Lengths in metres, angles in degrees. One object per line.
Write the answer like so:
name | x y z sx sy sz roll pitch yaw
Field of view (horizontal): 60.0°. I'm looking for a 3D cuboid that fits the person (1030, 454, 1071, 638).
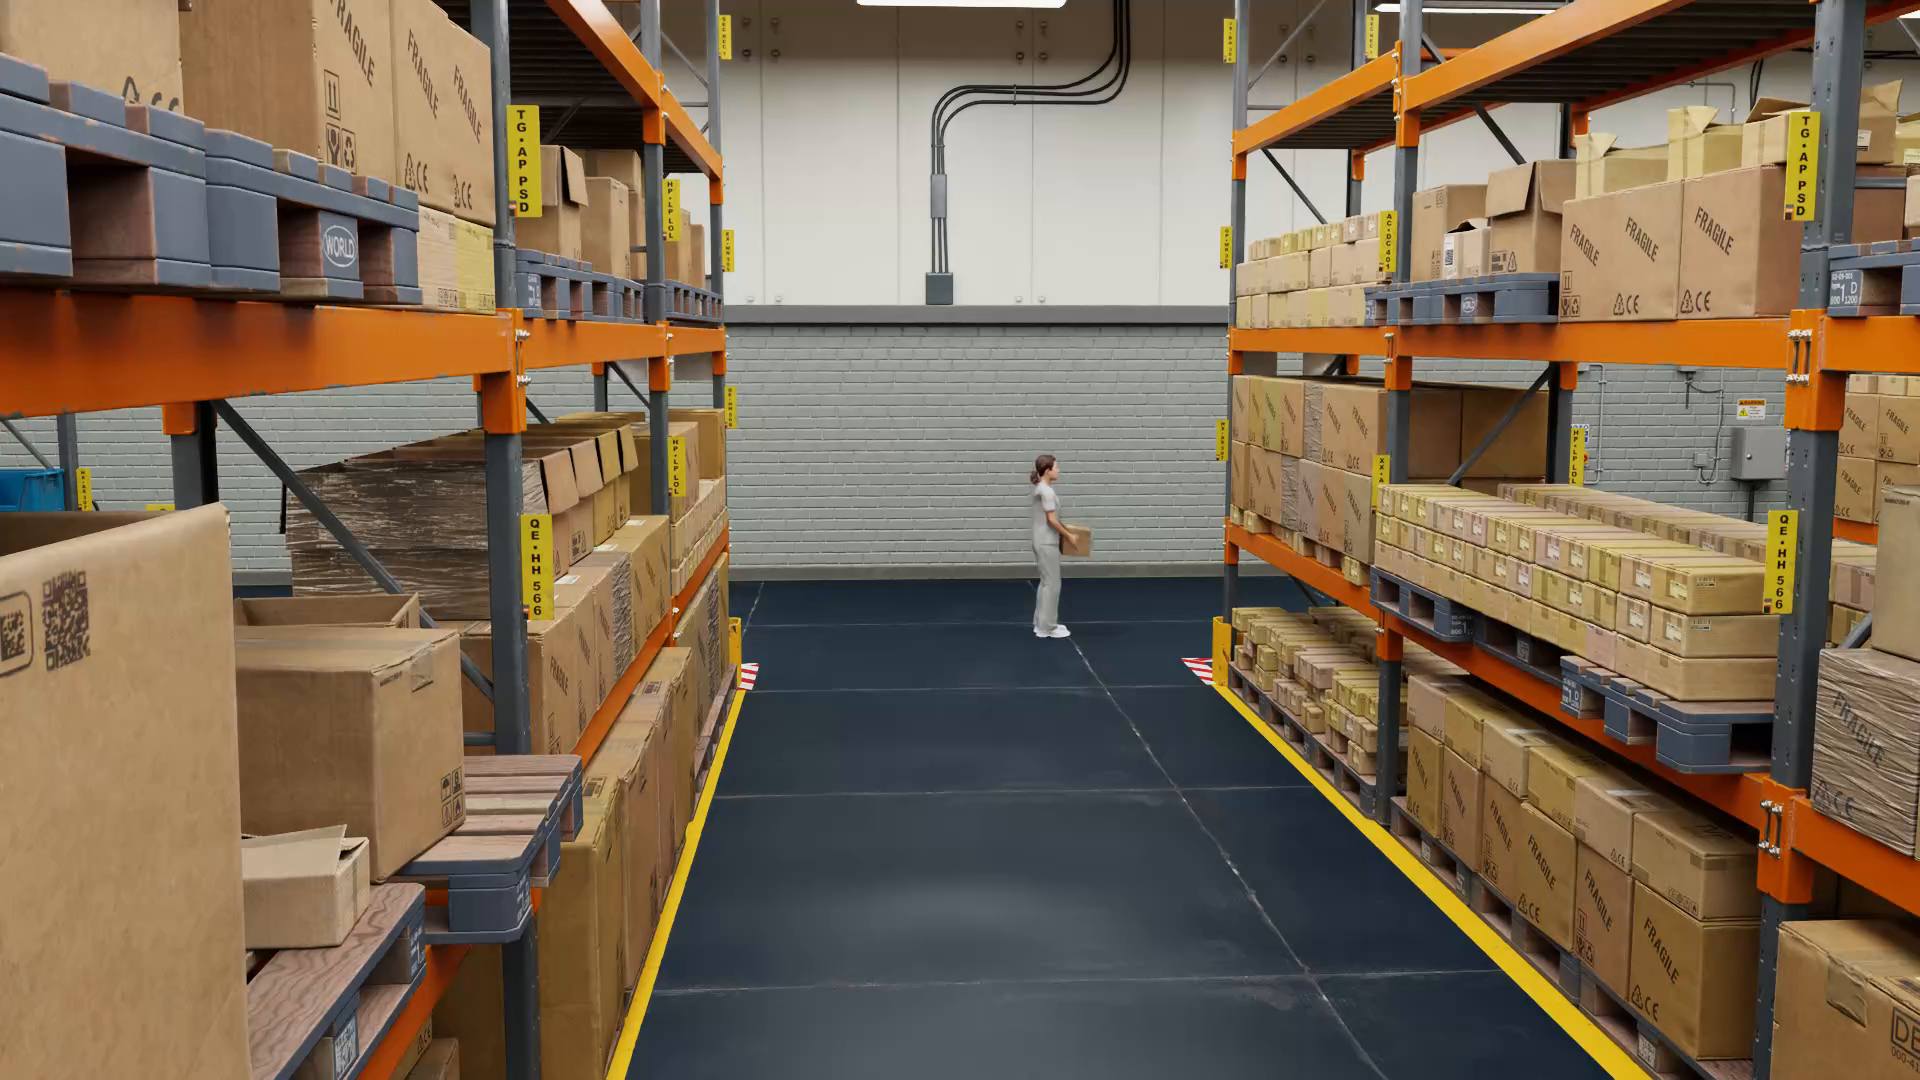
person | 0.827 0.047 15.368 0.351 1.673 0.508 -1 7 -6
